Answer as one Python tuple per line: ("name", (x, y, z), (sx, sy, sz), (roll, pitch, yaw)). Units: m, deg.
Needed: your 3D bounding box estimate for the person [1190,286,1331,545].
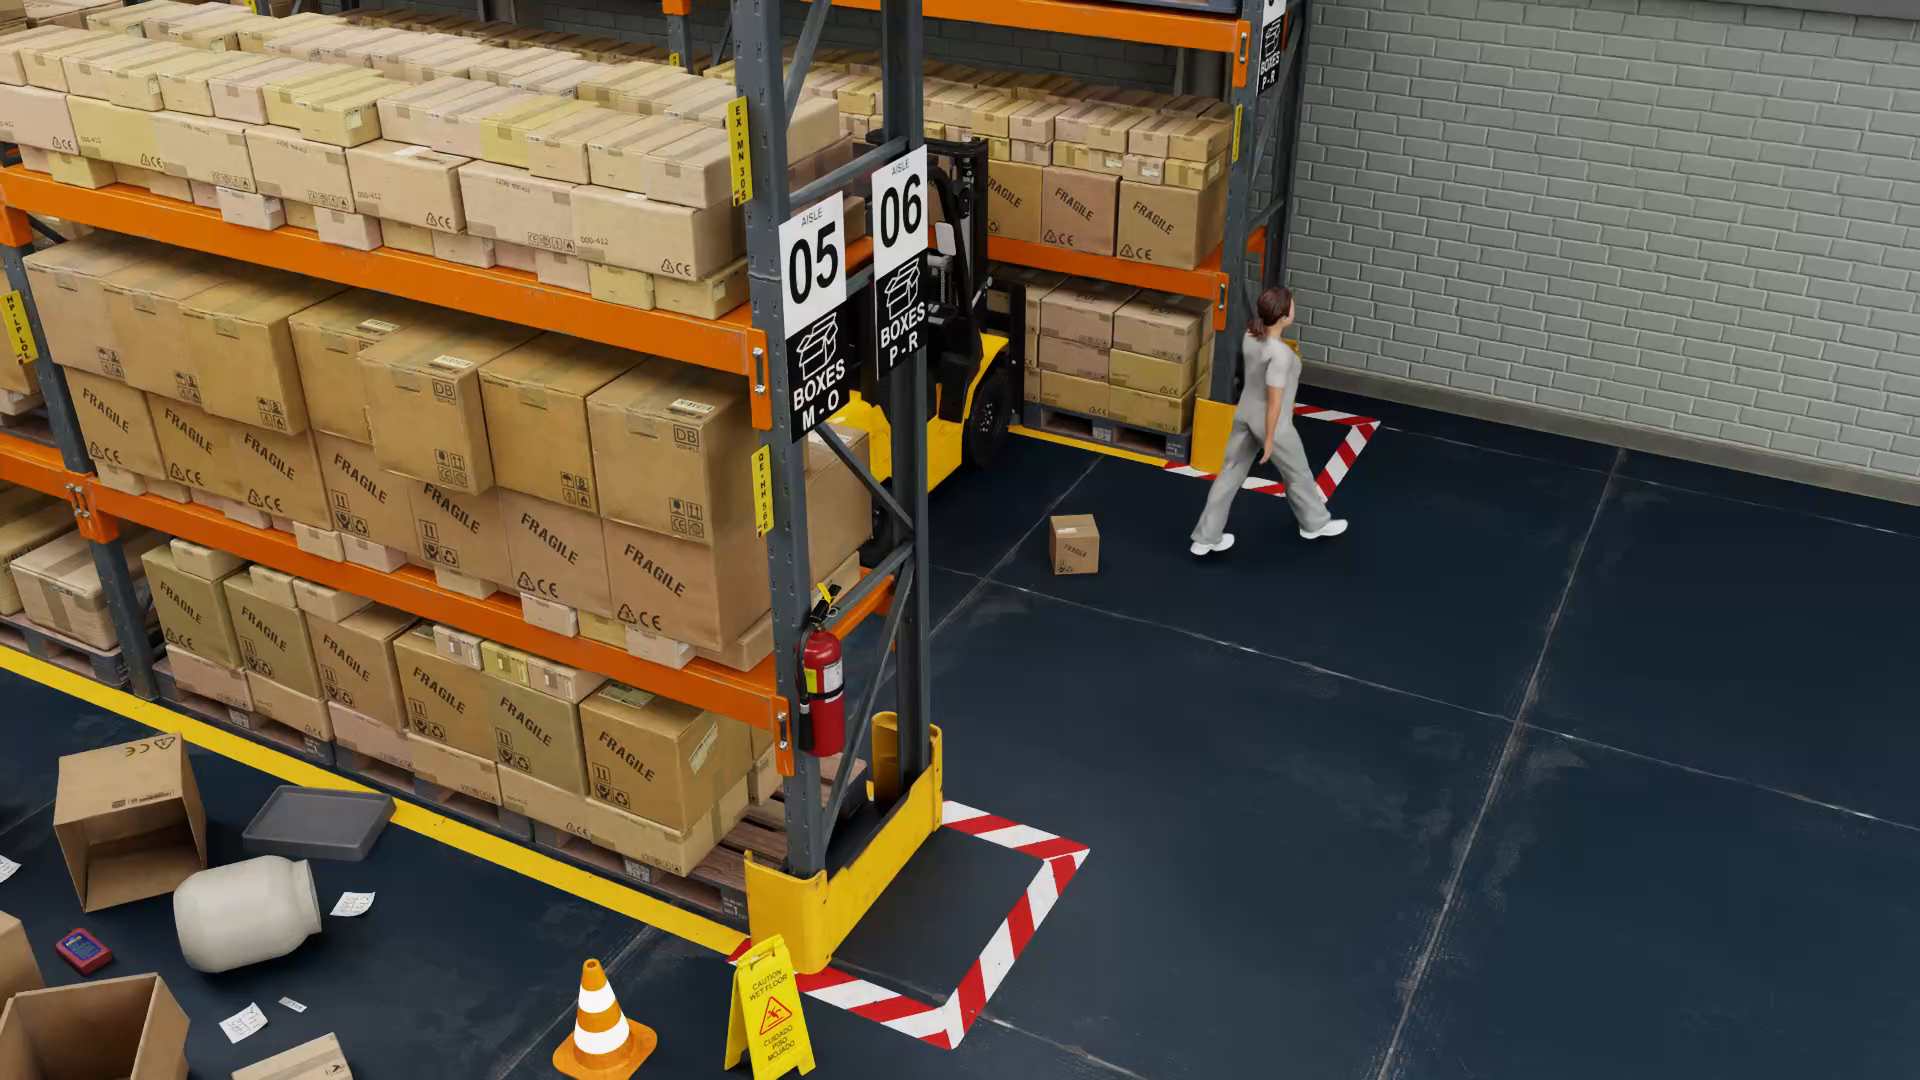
("person", (1.749, -0.708, 9.426), (0.846, 1.558, 0.453), (-15, 34, -25))
